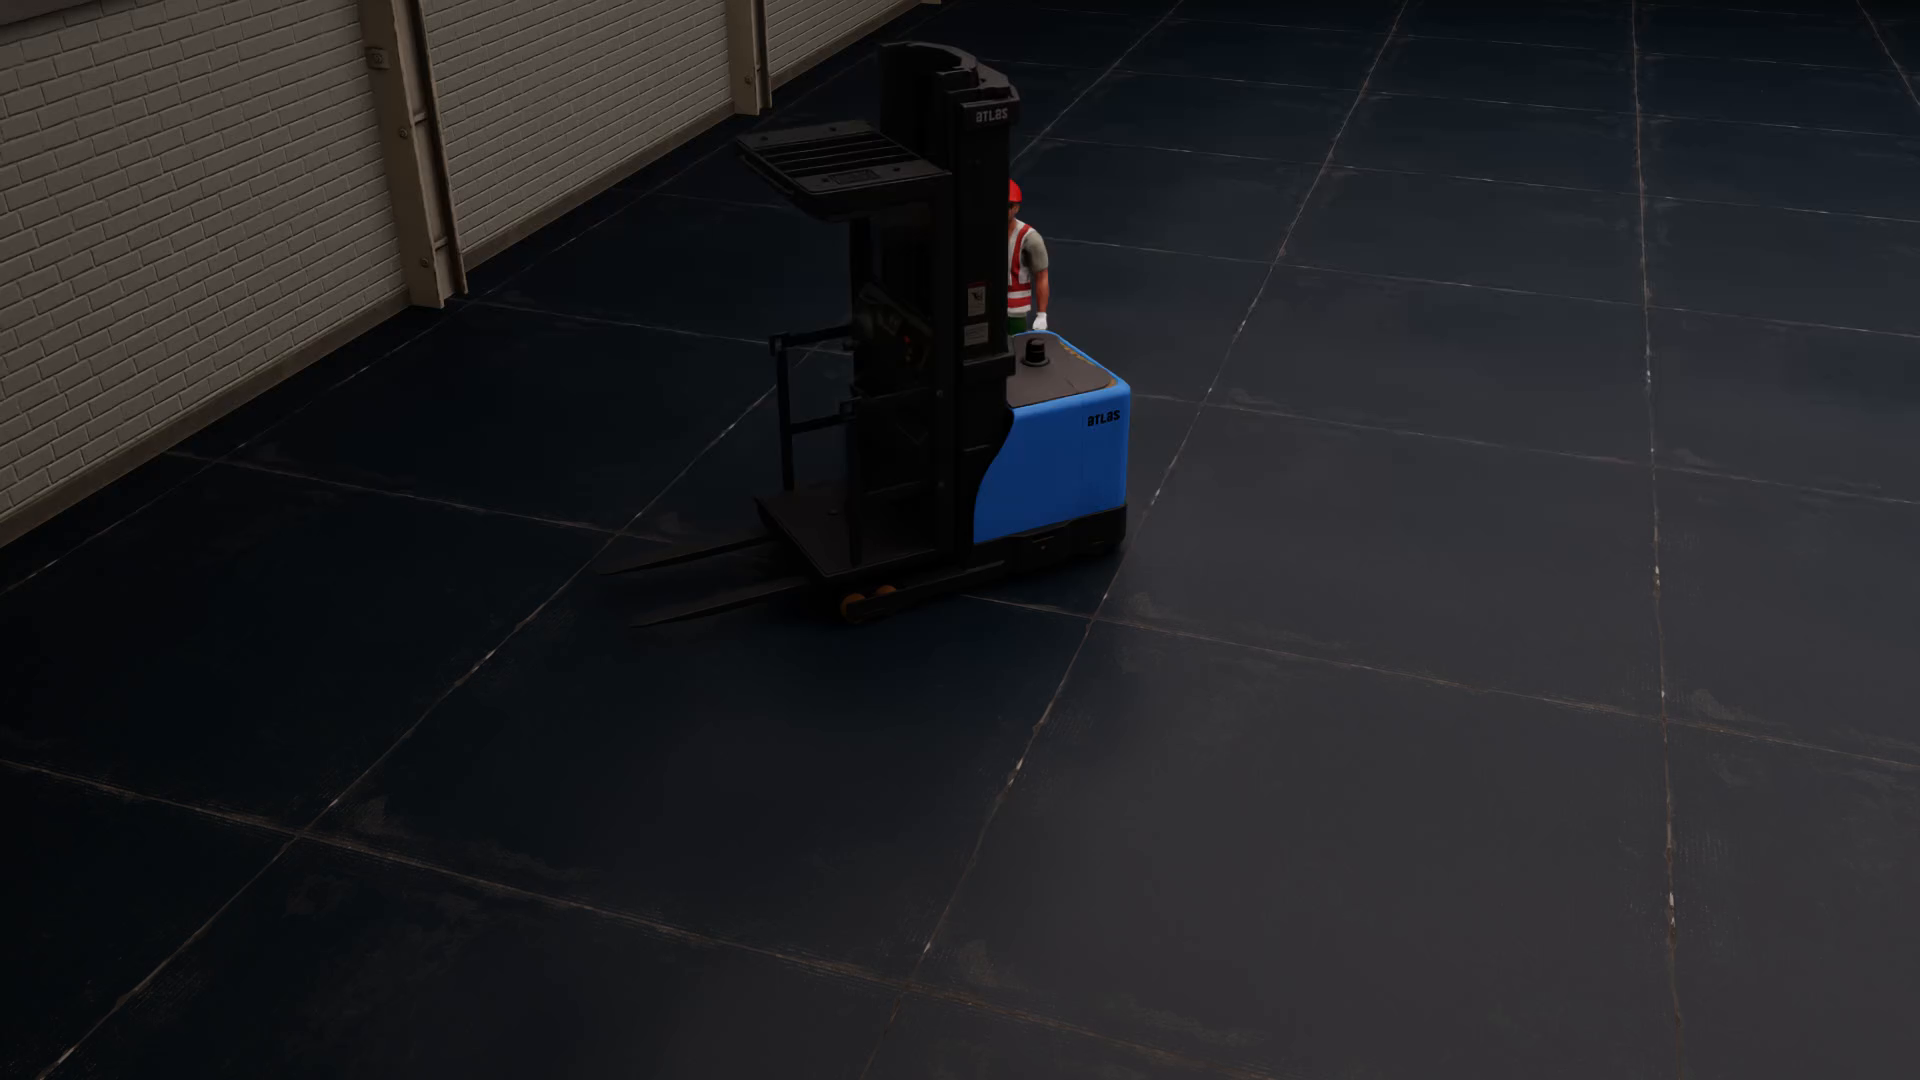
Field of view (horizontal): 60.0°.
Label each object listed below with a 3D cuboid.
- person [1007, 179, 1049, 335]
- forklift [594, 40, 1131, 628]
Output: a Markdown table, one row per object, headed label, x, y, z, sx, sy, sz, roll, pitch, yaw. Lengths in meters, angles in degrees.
| label | x | y | z | sx | sy | sz | roll | pitch | yaw |
| --- | --- | --- | --- | --- | --- | --- | --- | --- | --- |
| person | 0.242 | -1.459 | 10.849 | 0.677 | 1.793 | 0.491 | 11 | 31 | 18 |
| forklift | -0.558 | -1.105 | 9.075 | 3.031 | 2.935 | 1.130 | -14 | 33 | -23 |
